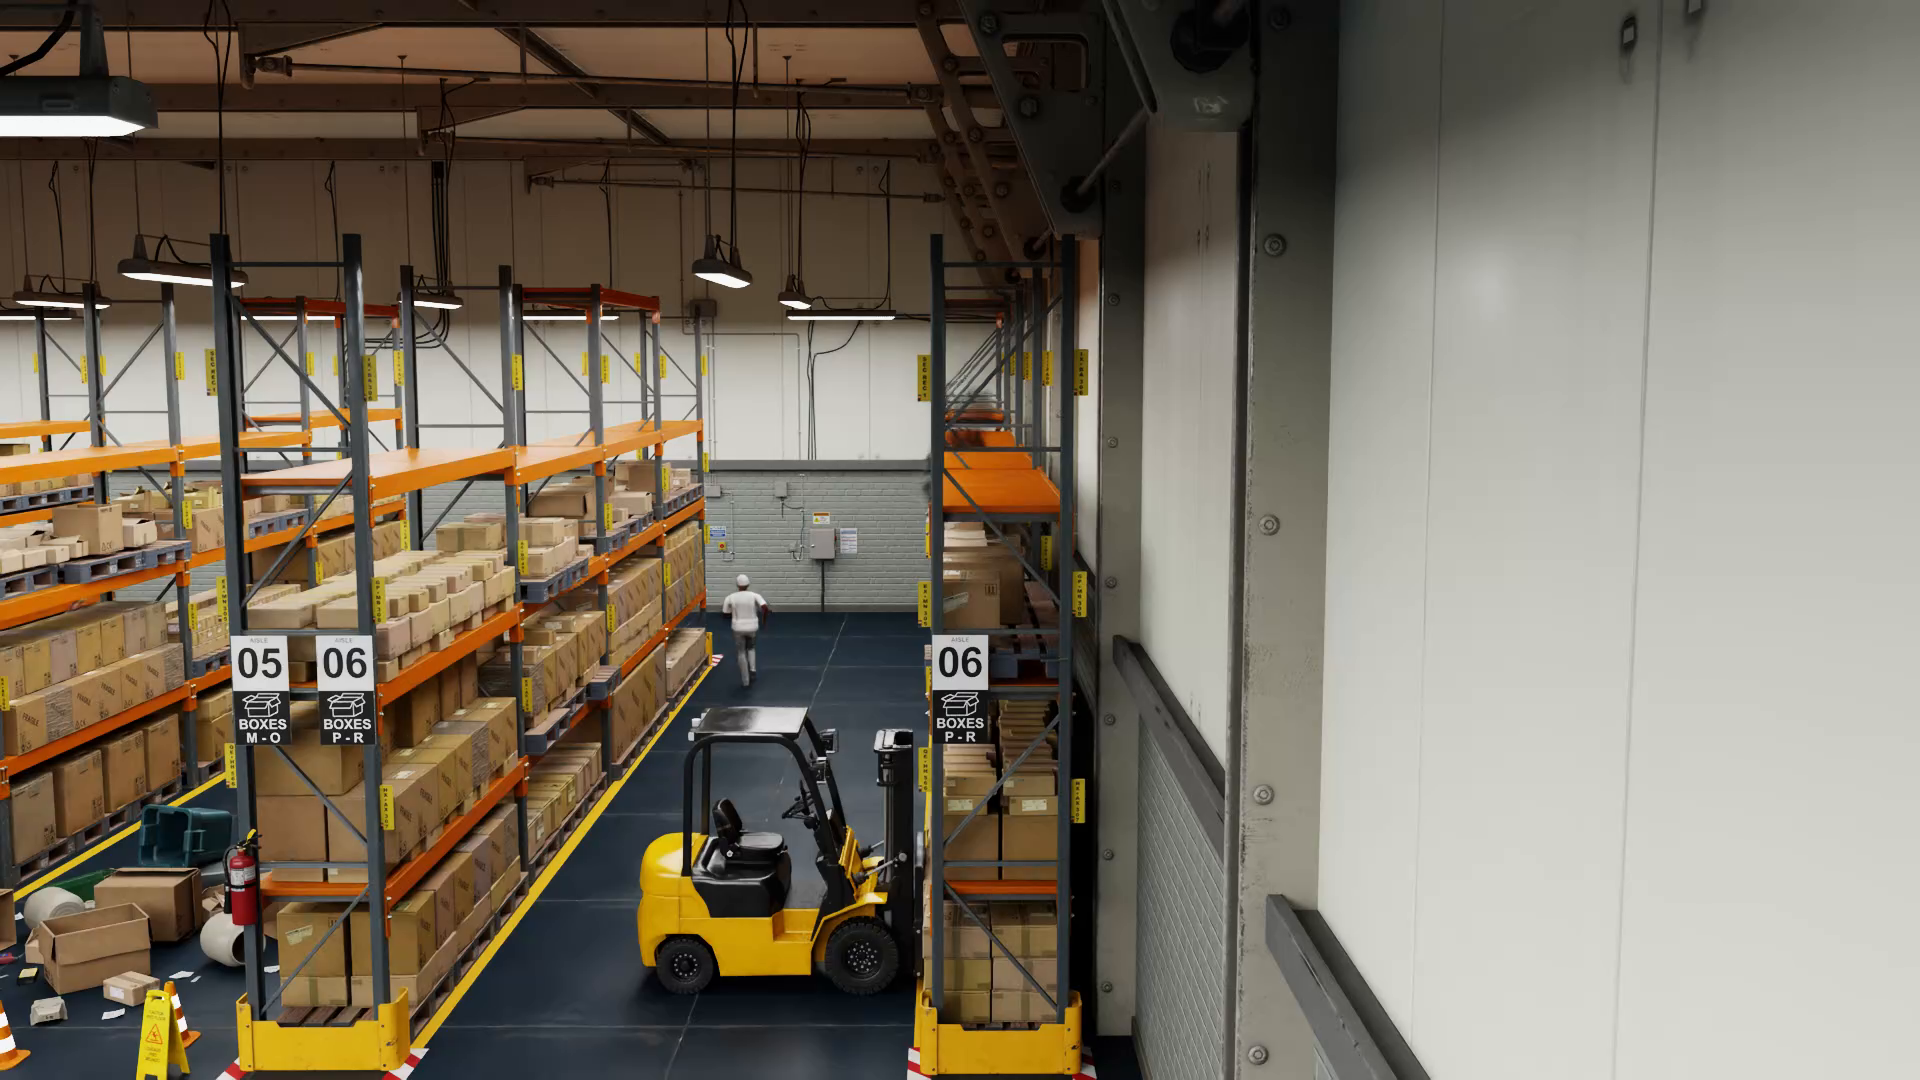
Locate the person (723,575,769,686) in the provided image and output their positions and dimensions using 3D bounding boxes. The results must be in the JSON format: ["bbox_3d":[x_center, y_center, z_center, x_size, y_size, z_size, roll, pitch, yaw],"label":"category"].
[{"bbox_3d":[-3.384,1.399,26.168,0.692,1.741,0.660,-1,6,-13],"label":"person"}]

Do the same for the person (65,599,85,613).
[{"bbox_3d":[-12.811,1.636,24.179,0.662,1.772,0.875,0,6,-3],"label":"person"}]
